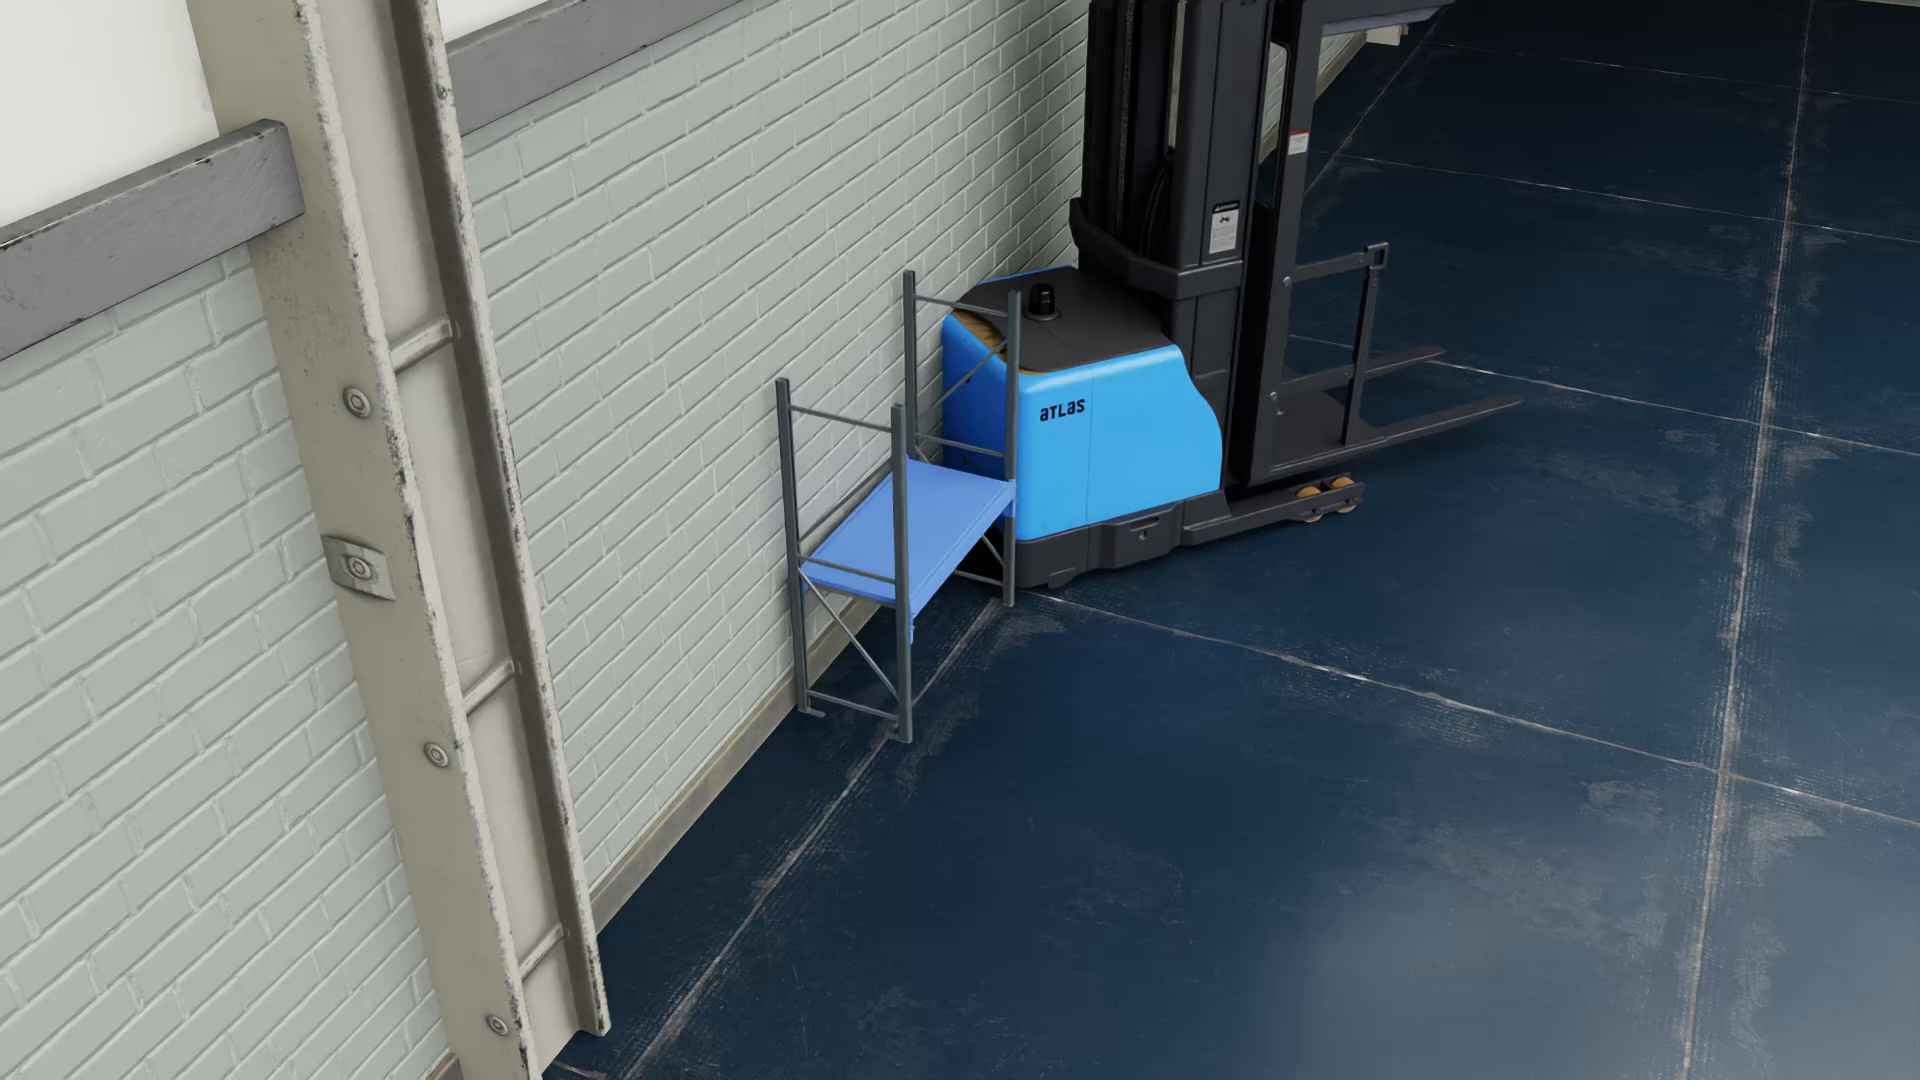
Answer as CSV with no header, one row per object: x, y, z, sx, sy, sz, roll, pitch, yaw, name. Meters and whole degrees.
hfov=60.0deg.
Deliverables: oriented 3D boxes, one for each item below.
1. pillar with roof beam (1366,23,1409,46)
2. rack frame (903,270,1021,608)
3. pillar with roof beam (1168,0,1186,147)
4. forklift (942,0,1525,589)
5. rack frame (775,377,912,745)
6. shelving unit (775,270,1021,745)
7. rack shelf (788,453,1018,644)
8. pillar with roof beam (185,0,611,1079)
7.587,-7.125,10.410,9.100,9.000,0.400,14,36,20,pillar with roof beam
0.005,-0.393,6.982,0.500,1.500,0.032,14,36,20,rack frame
5.077,-4.137,5.853,9.100,9.000,0.400,14,36,20,pillar with roof beam
1.359,-1.555,7.448,3.031,2.935,1.130,-15,36,-21,forklift
-0.421,0.113,6.210,0.500,1.500,0.032,14,36,20,rack frame
-0.208,-0.140,6.596,0.538,1.500,1.048,14,36,20,shelving unit
-0.208,0.010,6.695,0.538,0.185,1.000,14,36,20,rack shelf
2.567,-1.149,1.295,9.100,9.000,0.400,14,36,20,pillar with roof beam
